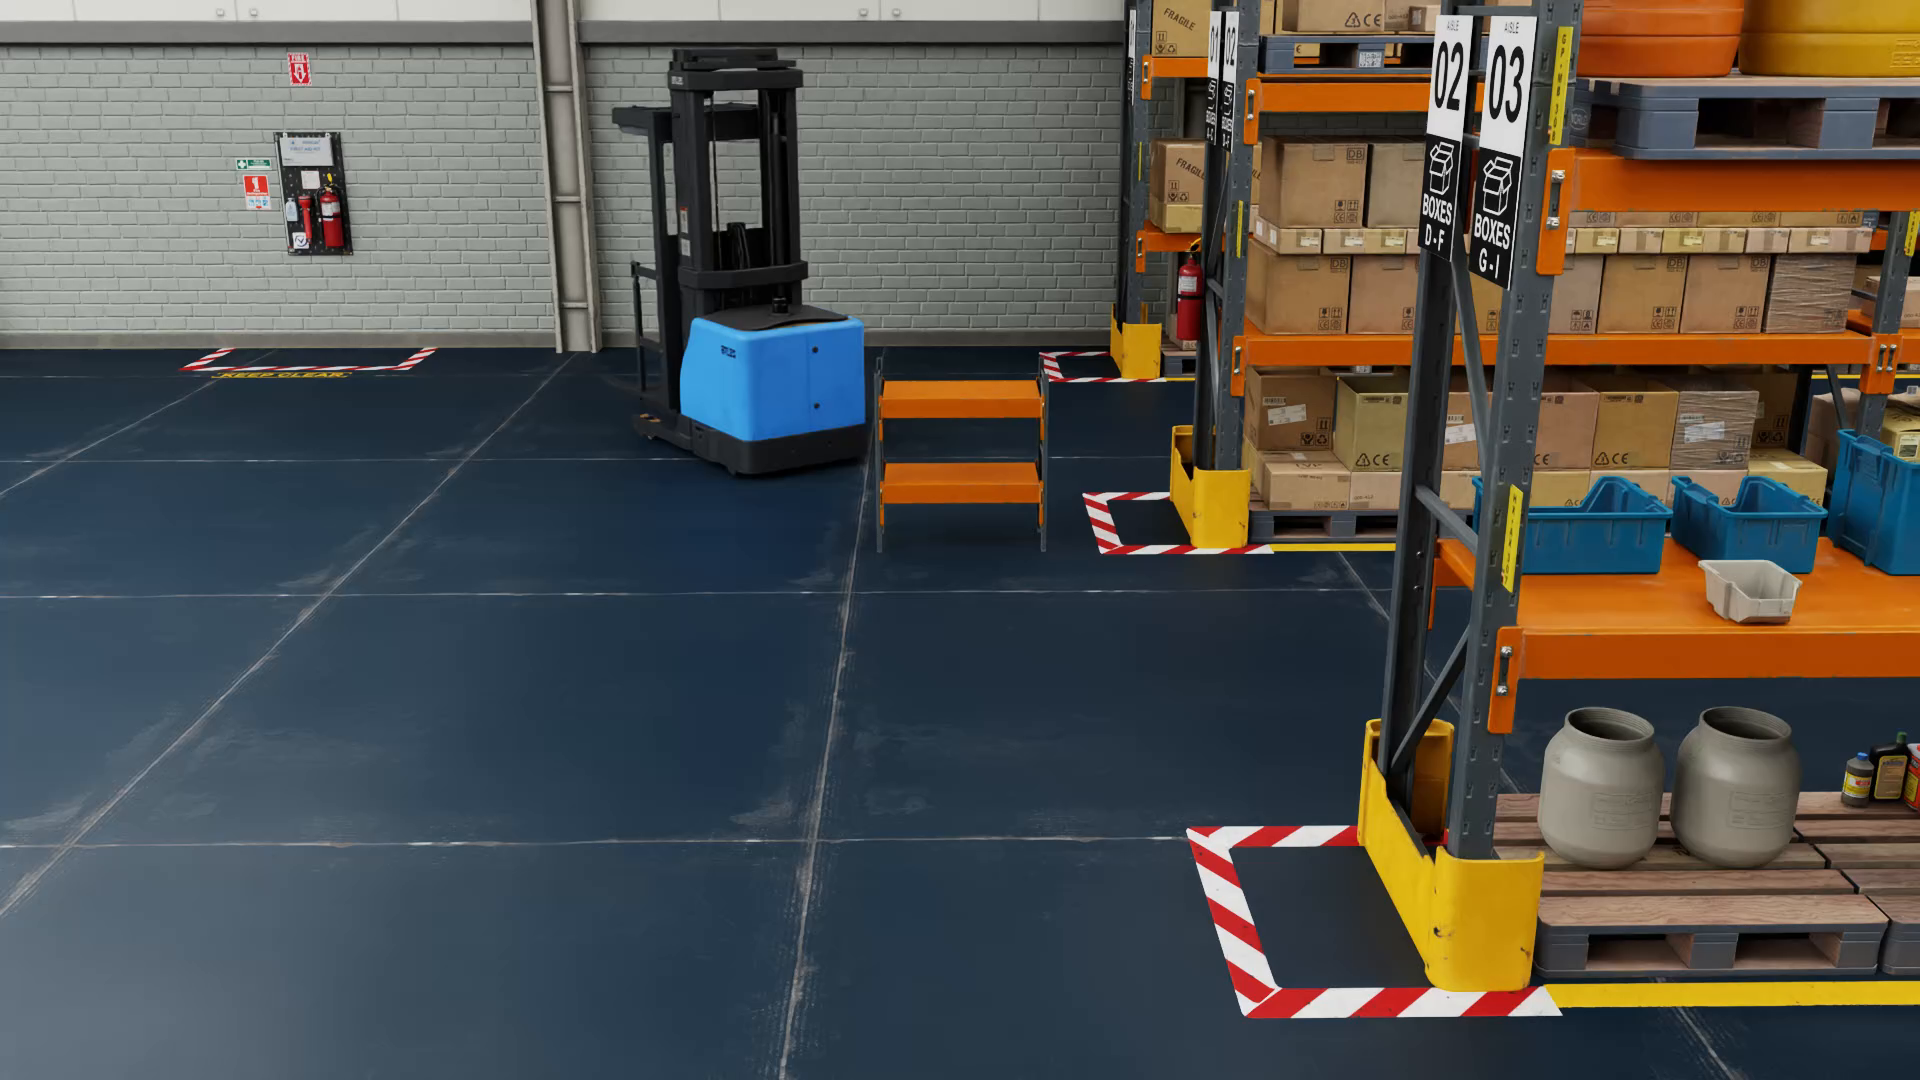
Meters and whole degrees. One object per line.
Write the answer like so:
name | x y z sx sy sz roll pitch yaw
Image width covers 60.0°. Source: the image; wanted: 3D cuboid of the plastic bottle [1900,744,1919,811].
plastic bottle | 3.802 0.911 6.537 0.135 0.276 0.152 0 18 0

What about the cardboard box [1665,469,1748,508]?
cardboard box | 4.685 -0.396 10.684 0.500 0.250 0.500 0 18 -1

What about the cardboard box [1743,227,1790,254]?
cardboard box | 4.868 -1.860 10.211 0.250 0.149 0.380 -1 18 -2

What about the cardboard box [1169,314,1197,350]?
cardboard box | 2.257 -1.972 15.466 0.500 0.311 0.500 -2 18 -7

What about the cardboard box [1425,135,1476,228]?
cardboard box | 3.196 -2.225 10.285 0.500 0.500 0.700 0 18 -1

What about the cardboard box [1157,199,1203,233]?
cardboard box | 2.057 -2.910 14.922 0.500 0.250 0.500 -1 18 -2

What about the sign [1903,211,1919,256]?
sign | 5.656 -1.854 9.868 0.005 0.325 0.100 0 18 -1

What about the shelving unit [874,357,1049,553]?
shelving unit | 0.007 -0.536 10.376 1.048 1.125 0.538 0 18 -1

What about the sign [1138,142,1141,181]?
sign | 1.573 -3.313 14.549 0.005 0.325 0.100 0 18 -1

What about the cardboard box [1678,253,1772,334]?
cardboard box | 4.675 -1.612 10.499 0.500 0.500 0.700 0 18 -1

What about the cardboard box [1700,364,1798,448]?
cardboard box | 5.177 -0.914 11.074 0.500 0.500 0.500 0 18 -1

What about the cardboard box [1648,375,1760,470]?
cardboard box | 4.685 -0.753 10.571 0.500 0.500 0.500 0 18 -1

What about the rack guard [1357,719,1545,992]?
rack guard | 1.796 1.134 6.193 0.348 0.500 1.175 0 18 -1

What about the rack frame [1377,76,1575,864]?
rack frame | 1.720 -0.041 5.765 0.127 3.000 1.000 0 18 -1

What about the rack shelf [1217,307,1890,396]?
rack shelf | 3.646 -1.221 10.621 4.000 0.370 1.077 0 18 -1

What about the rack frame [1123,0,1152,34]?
rack frame | 1.564 -5.924 14.281 0.127 3.000 1.000 0 18 -1

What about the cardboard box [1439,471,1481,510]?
cardboard box | 3.185 -0.385 10.651 0.500 0.250 0.500 0 18 -1

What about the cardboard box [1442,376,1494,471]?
cardboard box | 3.185 -0.746 10.548 0.500 0.500 0.500 0 18 -1

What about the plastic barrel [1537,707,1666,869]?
plastic barrel | 2.377 0.917 6.164 0.421 0.512 0.421 0 18 0

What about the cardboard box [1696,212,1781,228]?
cardboard box | 4.697 -2.232 10.306 0.500 0.500 0.700 0 18 -1

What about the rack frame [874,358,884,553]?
rack frame | -0.502 -0.533 10.368 0.032 1.125 0.500 0 18 -1

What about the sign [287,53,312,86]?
sign | -6.230 -4.439 15.681 0.199 0.298 0.001 0 18 -1

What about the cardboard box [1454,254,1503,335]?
cardboard box | 3.134 -1.605 10.475 0.500 0.500 0.700 0 18 0

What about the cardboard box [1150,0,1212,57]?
cardboard box | 1.902 -4.478 14.488 0.500 0.500 0.500 0 18 1

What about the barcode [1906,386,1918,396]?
barcode | 5.907 -0.924 10.317 0.075 0.075 0.001 0 18 -1

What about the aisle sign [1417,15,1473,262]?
aisle sign | 1.644 -1.369 5.650 0.004 0.787 0.394 0 18 -1

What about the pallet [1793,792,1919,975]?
pallet | 3.825 1.265 6.260 1.213 0.211 1.003 0 18 -1

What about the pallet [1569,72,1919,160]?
pallet | 2.549 -1.354 5.255 1.213 0.211 1.003 0 18 -1

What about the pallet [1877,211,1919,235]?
pallet | 8.852 -2.978 15.235 1.003 0.211 1.213 0 18 -1

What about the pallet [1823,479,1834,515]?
pallet | 6.381 -0.261 11.015 1.213 0.211 1.003 0 18 -1

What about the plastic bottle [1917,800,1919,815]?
plastic bottle | 3.804 0.940 6.434 0.133 0.283 0.061 0 18 -1

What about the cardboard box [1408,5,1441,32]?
cardboard box | 2.825 -3.081 9.826 0.250 0.149 0.380 0 18 -1

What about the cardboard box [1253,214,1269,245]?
cardboard box | 2.025 -1.970 10.554 0.250 0.149 0.380 -1 18 -2

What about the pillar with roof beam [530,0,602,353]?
pillar with roof beam | -3.681 -4.847 10.926 0.400 9.000 9.100 0 18 -1

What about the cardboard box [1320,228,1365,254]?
cardboard box | 2.306 -1.849 10.174 0.250 0.149 0.380 -1 18 -2

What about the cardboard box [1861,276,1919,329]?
cardboard box | 6.137 -1.518 10.613 0.500 0.250 0.500 1 18 3

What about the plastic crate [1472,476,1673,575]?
plastic crate | 2.216 -0.064 6.080 0.616 0.251 0.499 0 18 -1

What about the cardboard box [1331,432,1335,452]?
cardboard box | 2.677 -0.544 11.145 0.500 0.250 0.500 0 18 -1

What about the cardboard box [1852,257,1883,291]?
cardboard box | 8.273 -2.479 15.508 0.500 0.250 0.500 0 18 0

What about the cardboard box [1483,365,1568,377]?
cardboard box | 3.677 -0.906 11.049 0.500 0.500 0.500 0 18 -1

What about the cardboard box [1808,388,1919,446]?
cardboard box | 6.046 -0.820 11.090 0.500 0.311 0.500 0 18 -1

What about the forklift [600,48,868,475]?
forklift | -1.931 -2.249 12.762 1.130 2.935 3.031 -12 21 -33

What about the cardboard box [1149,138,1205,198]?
cardboard box | 2.032 -3.429 15.312 0.500 0.500 0.500 0 18 -1

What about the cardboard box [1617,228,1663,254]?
cardboard box | 4.107 -1.857 10.201 0.250 0.149 0.380 0 18 1

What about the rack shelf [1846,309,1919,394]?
rack shelf | 7.645 -1.240 10.681 4.000 0.370 1.077 0 18 -1

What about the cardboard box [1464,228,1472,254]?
cardboard box | 3.074 -1.852 10.185 0.250 0.149 0.380 -1 18 -3

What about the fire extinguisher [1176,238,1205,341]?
fire extinguisher | 1.520 -1.658 10.933 0.183 0.674 0.296 0 18 -1

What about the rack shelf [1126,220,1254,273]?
rack shelf | 3.564 -2.734 15.337 4.000 0.370 1.077 0 18 -1

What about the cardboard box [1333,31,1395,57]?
cardboard box | 3.494 -4.482 14.502 0.500 0.500 0.500 1 18 3

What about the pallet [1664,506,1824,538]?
pallet | 4.850 -0.254 10.995 1.213 0.211 1.003 0 18 -1
